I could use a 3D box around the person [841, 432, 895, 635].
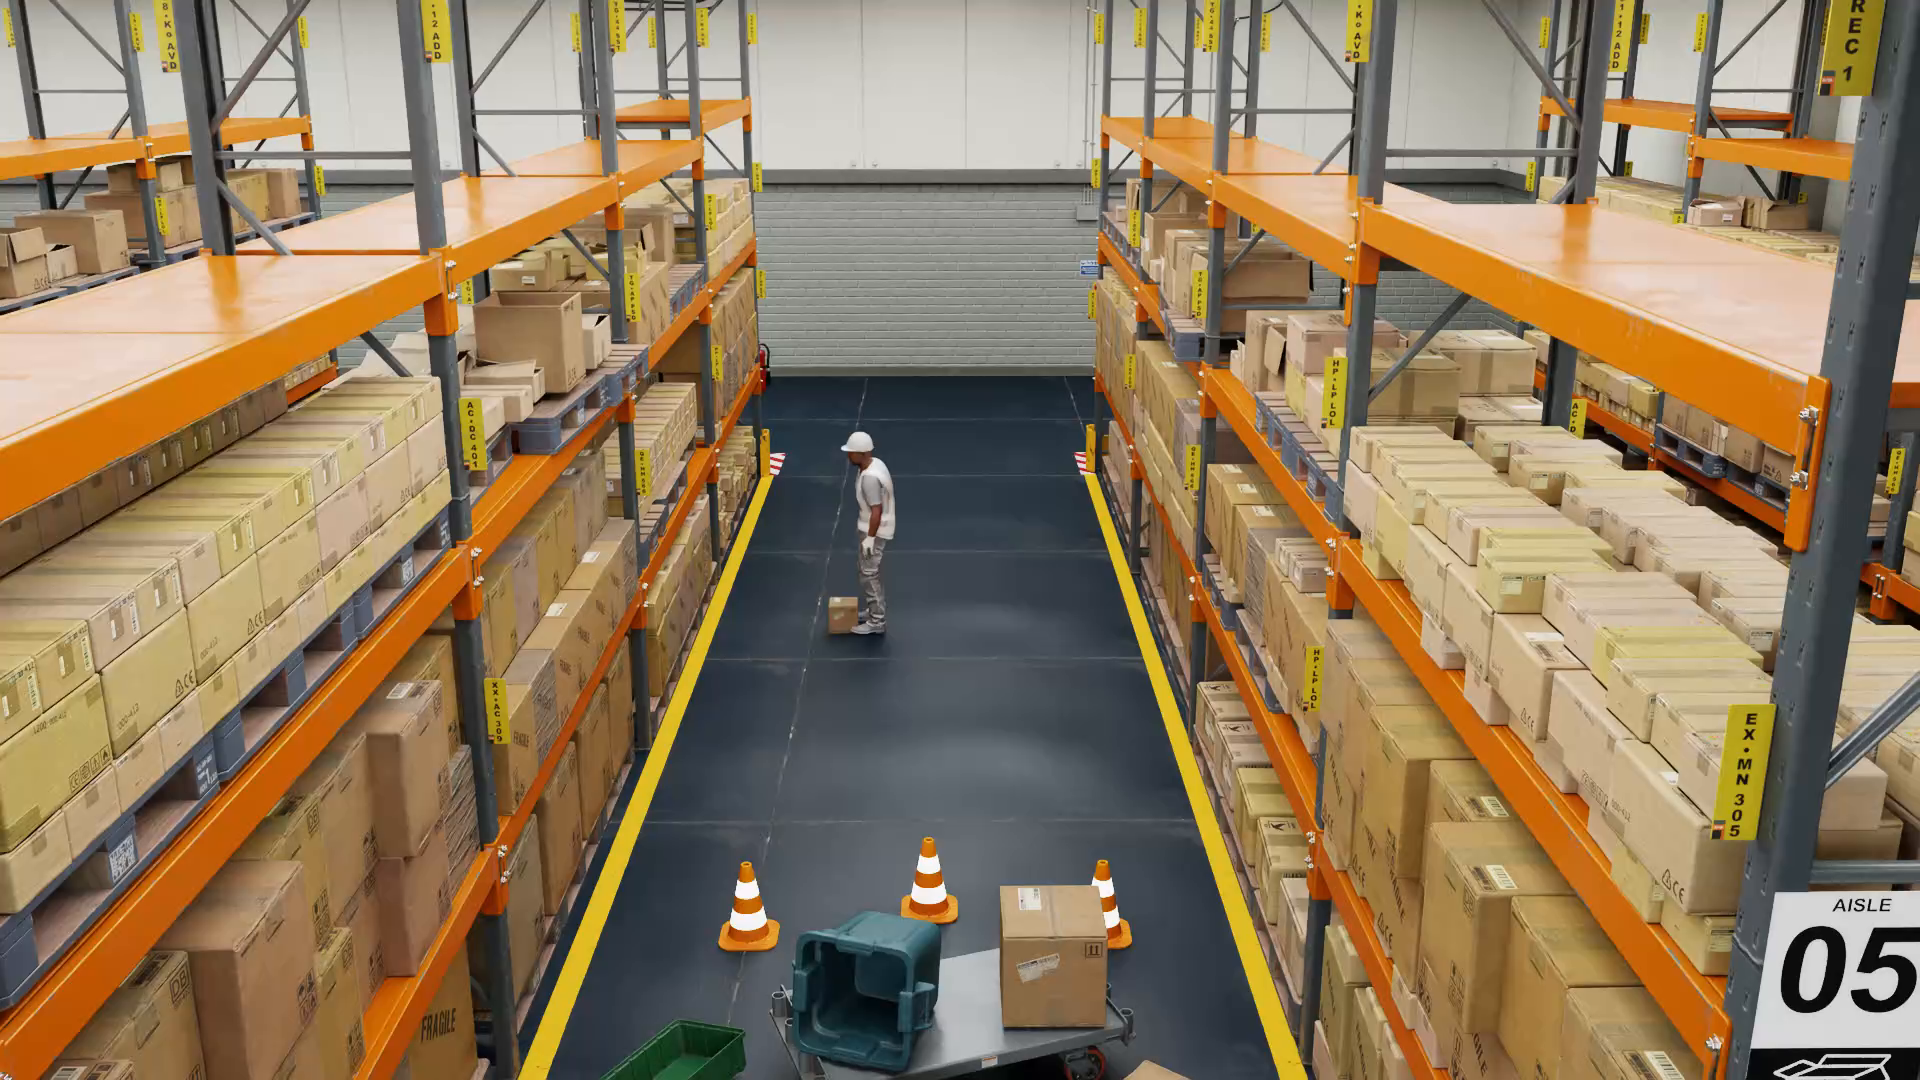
[{"bbox_3d":[-0.784,-0.072,14.355,0.452,1.772,0.616,-1,17,-3],"label":"person"}]
